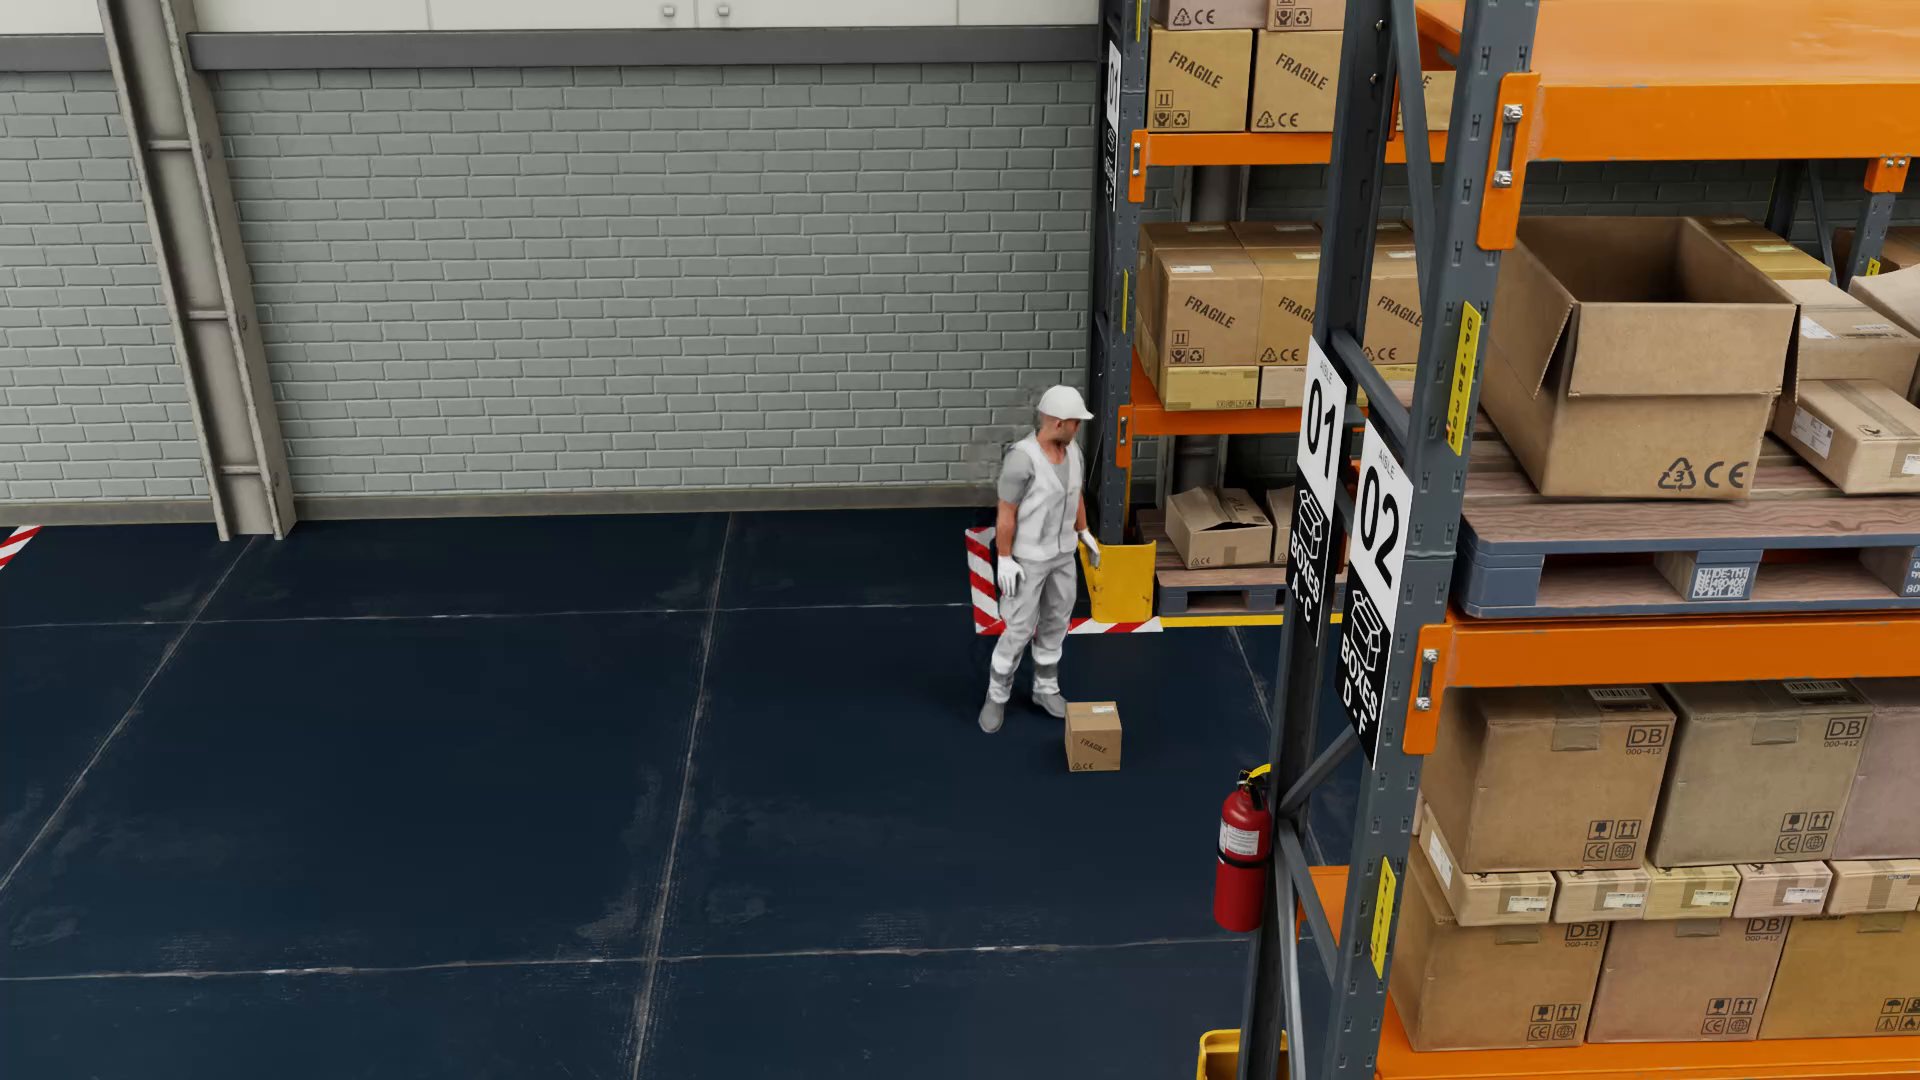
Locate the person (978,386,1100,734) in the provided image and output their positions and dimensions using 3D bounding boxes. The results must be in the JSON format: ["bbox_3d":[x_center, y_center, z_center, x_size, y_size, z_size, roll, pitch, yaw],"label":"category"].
[{"bbox_3d":[0.420,0.101,8.379,0.721,1.812,0.419,-21,34,-35],"label":"person"}]
